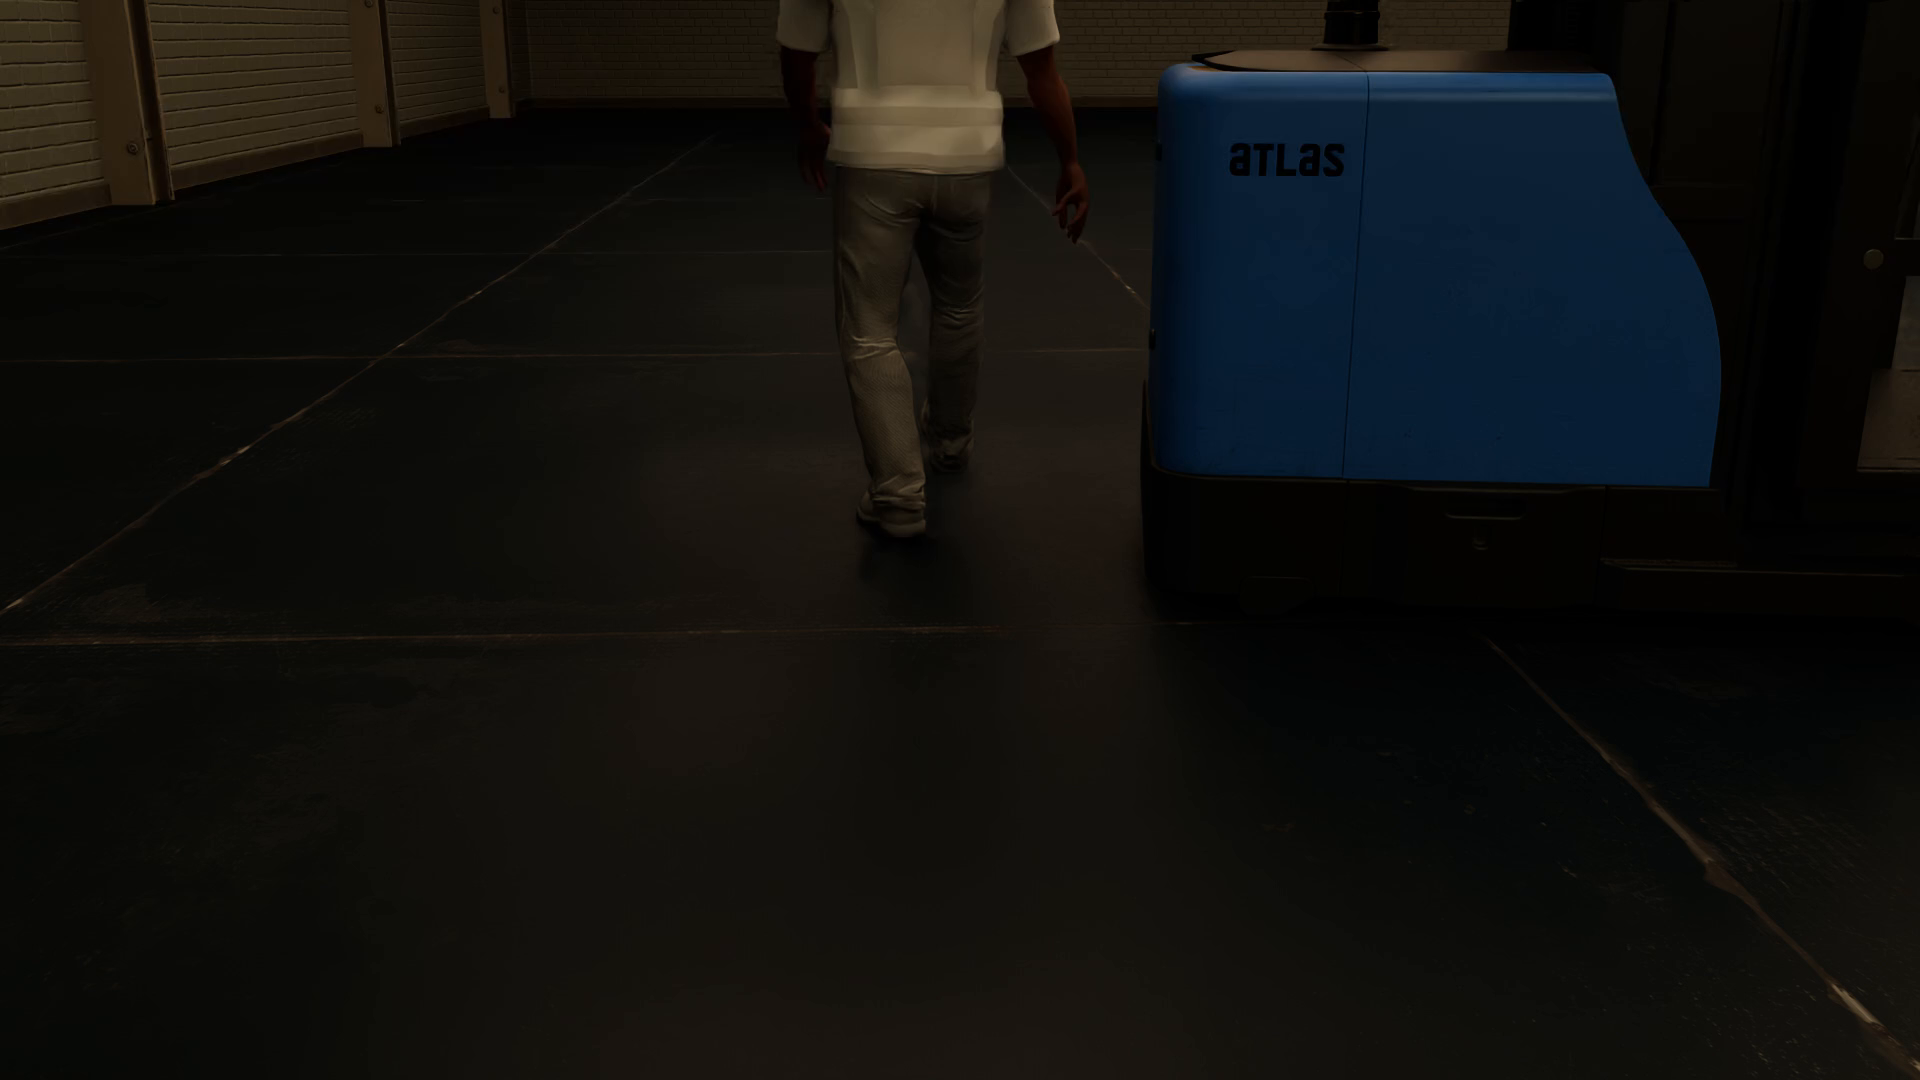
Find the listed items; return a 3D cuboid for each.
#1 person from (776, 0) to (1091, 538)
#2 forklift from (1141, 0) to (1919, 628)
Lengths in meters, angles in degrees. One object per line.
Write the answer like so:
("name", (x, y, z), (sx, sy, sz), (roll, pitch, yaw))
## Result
("person", (-0.079, -0.927, 4.082), (0.725, 1.718, 0.880), (-5, 18, -17))
("forklift", (1.931, -1.341, 3.292), (3.031, 2.935, 1.130), (2, 17, 5))
